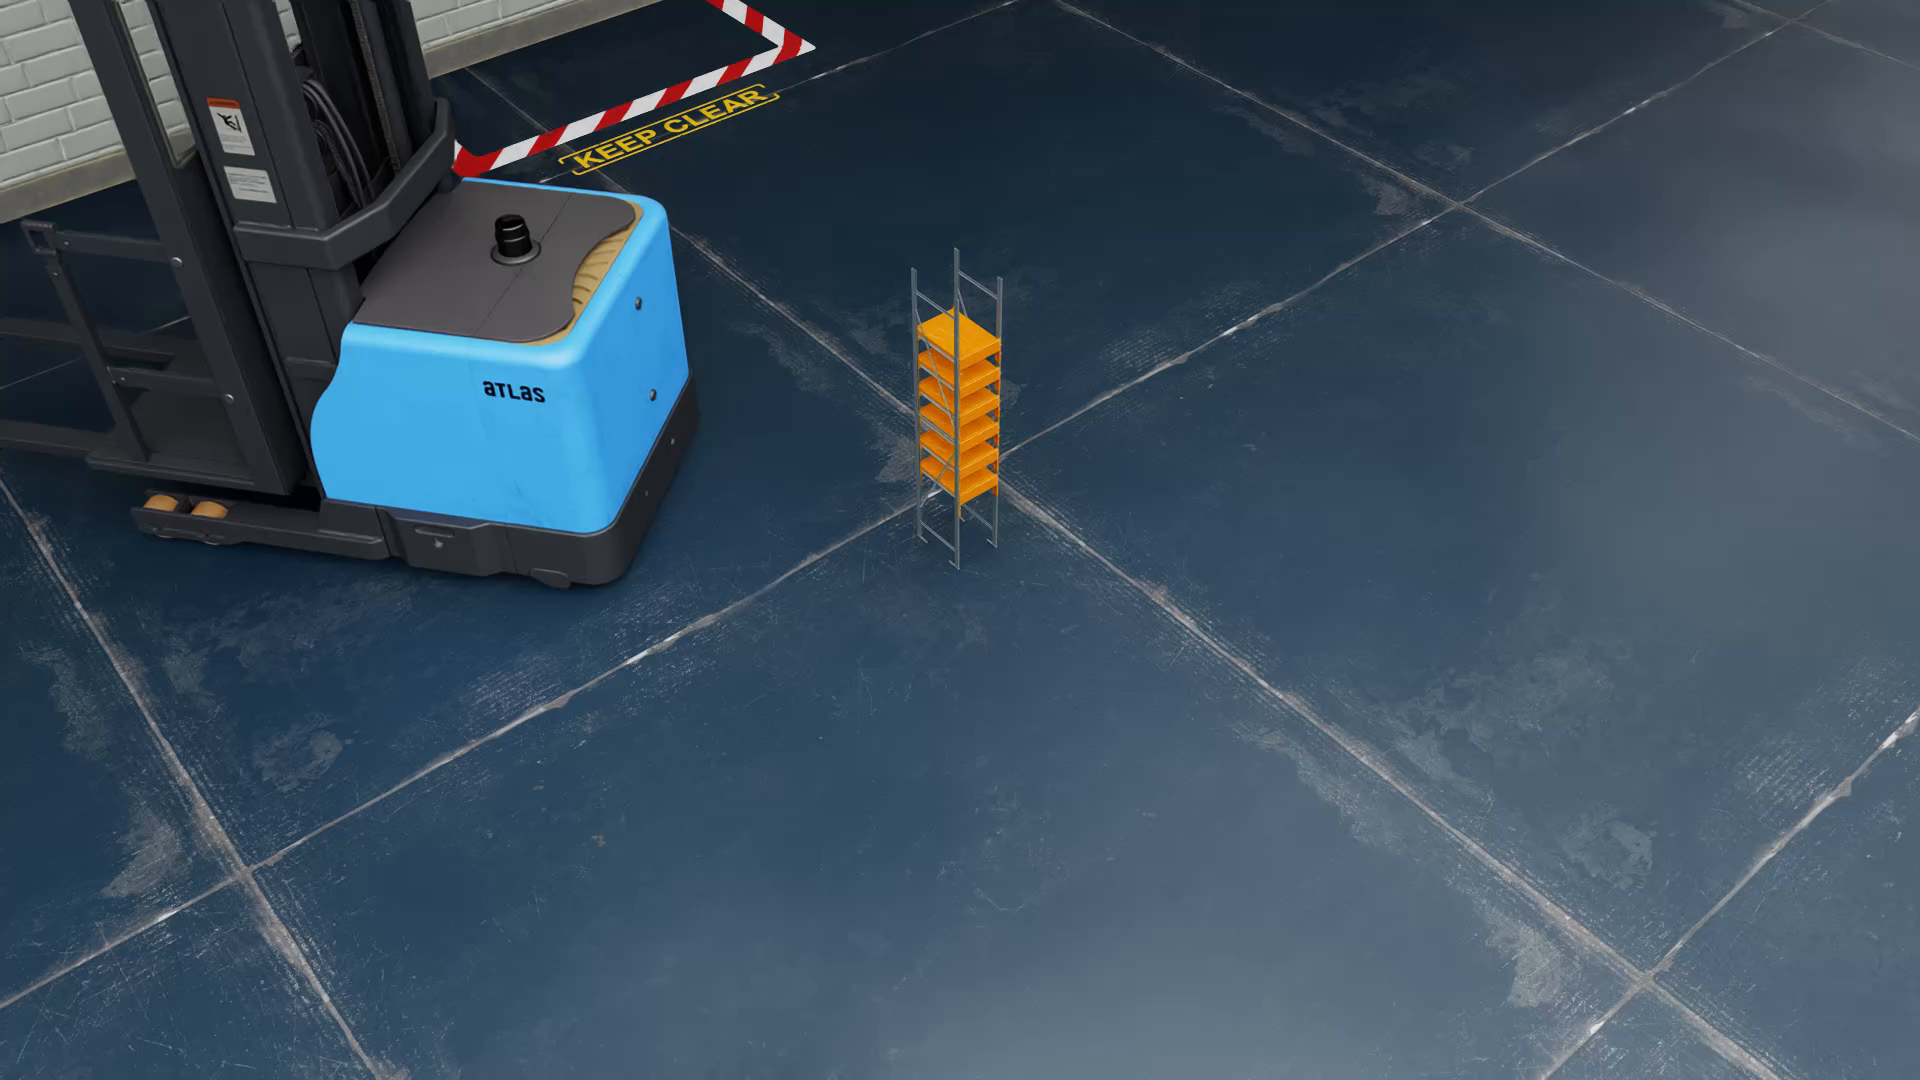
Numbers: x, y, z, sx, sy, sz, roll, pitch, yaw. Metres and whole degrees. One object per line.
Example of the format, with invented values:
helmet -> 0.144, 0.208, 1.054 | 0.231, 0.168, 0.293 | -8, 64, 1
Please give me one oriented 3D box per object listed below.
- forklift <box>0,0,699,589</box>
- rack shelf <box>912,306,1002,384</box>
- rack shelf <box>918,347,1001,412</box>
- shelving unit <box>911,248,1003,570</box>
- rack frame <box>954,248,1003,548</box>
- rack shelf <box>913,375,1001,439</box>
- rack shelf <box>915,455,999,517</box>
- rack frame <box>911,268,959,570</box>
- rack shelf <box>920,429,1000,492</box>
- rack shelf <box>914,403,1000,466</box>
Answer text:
forklift -> -2.612, -1.396, 5.595 | 3.031, 2.935, 1.130 | 8, 44, 8
rack shelf -> -0.011, -0.661, 5.616 | 0.180, 0.103, 0.258 | -30, 51, -28
rack shelf -> -0.011, -0.574, 5.699 | 0.180, 0.103, 0.258 | -30, 51, -28
shelving unit -> -0.011, -0.431, 5.832 | 0.189, 1.200, 0.258 | -30, 51, -28
rack frame -> 0.059, -0.471, 5.875 | 0.006, 1.200, 0.240 | -30, 51, -28
rack shelf -> -0.011, -0.486, 5.781 | 0.180, 0.103, 0.258 | -30, 51, -28
rack shelf -> -0.011, -0.224, 6.027 | 0.180, 0.103, 0.258 | -30, 51, -28
rack frame -> -0.081, -0.391, 5.790 | 0.006, 1.200, 0.240 | -30, 51, -28
rack shelf -> -0.011, -0.311, 5.945 | 0.180, 0.103, 0.258 | -30, 51, -28
rack shelf -> -0.011, -0.399, 5.863 | 0.180, 0.103, 0.258 | -30, 51, -28
